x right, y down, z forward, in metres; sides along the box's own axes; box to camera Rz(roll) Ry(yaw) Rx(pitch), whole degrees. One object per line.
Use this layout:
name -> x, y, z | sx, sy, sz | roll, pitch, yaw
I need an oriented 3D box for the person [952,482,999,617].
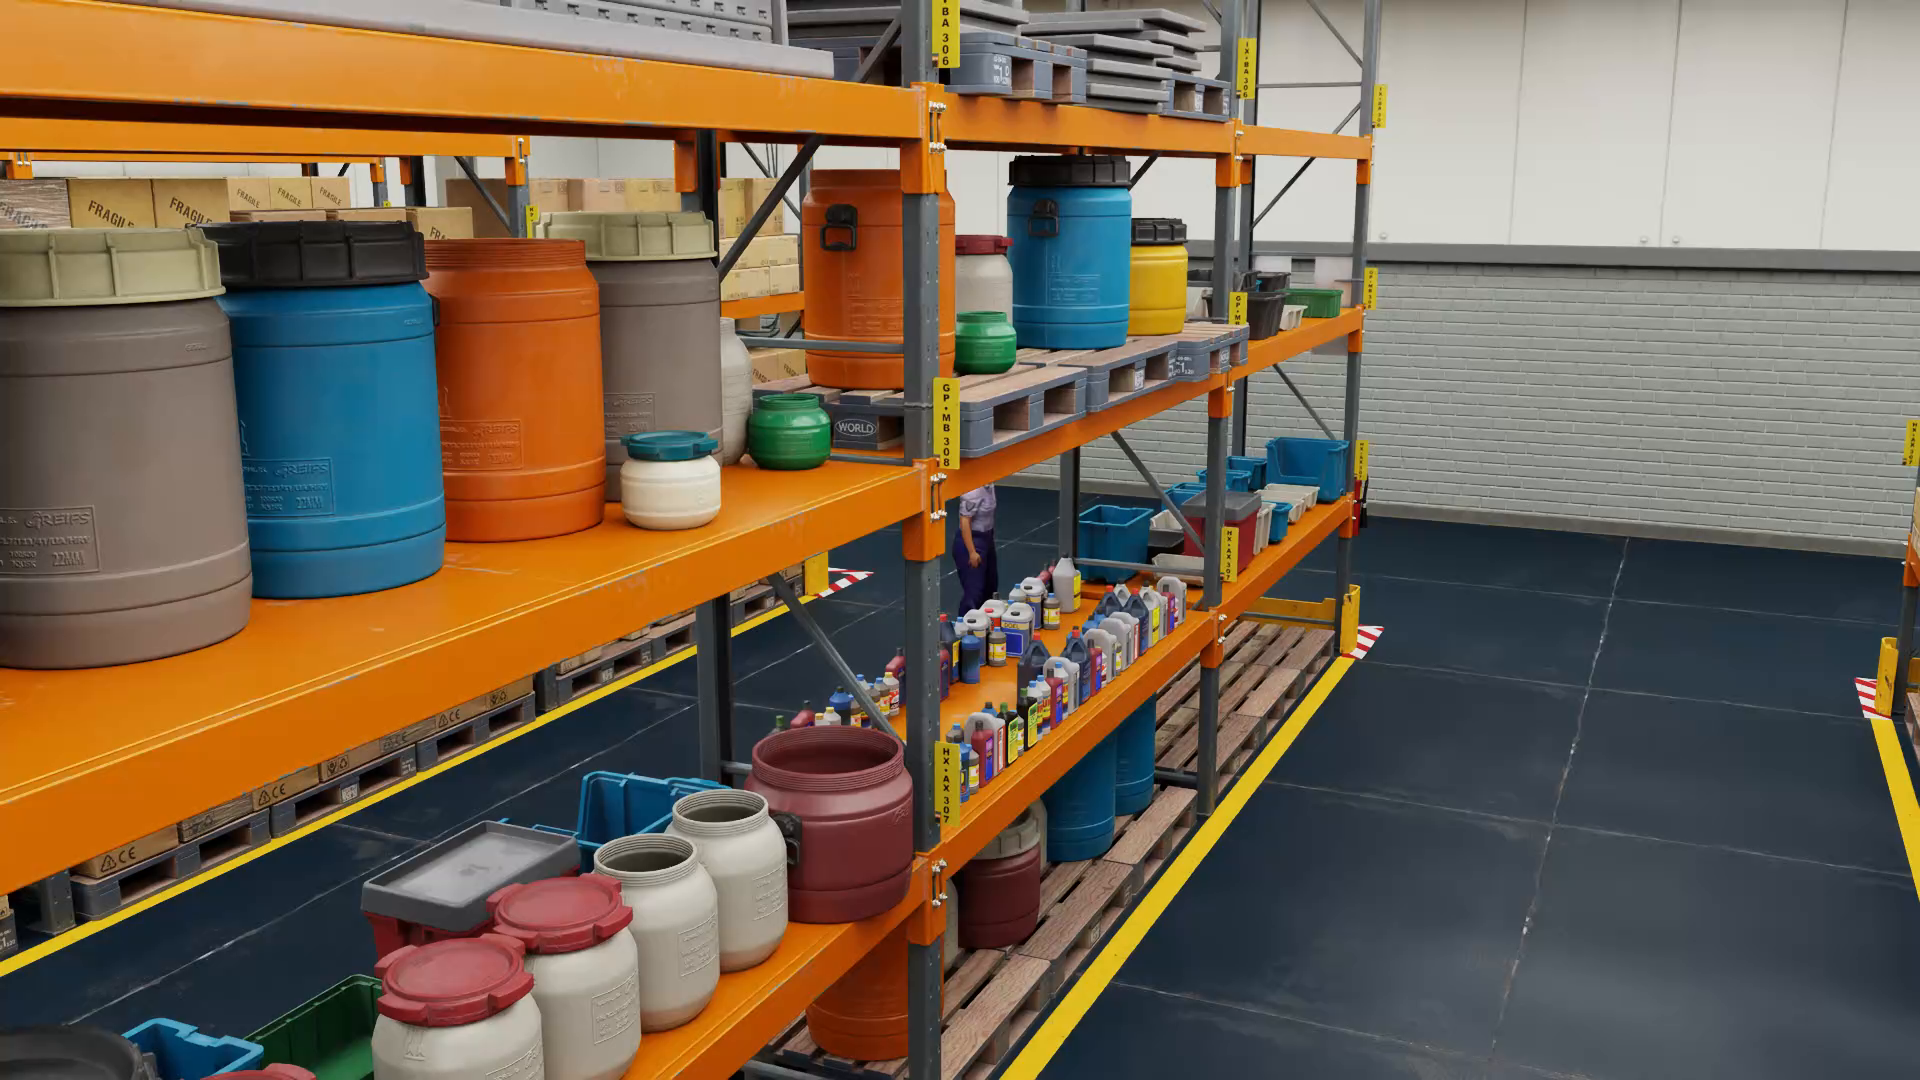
person -> 0.143, 0.083, 13.639 | 0.364, 1.638, 0.564 | 5, 13, 20
